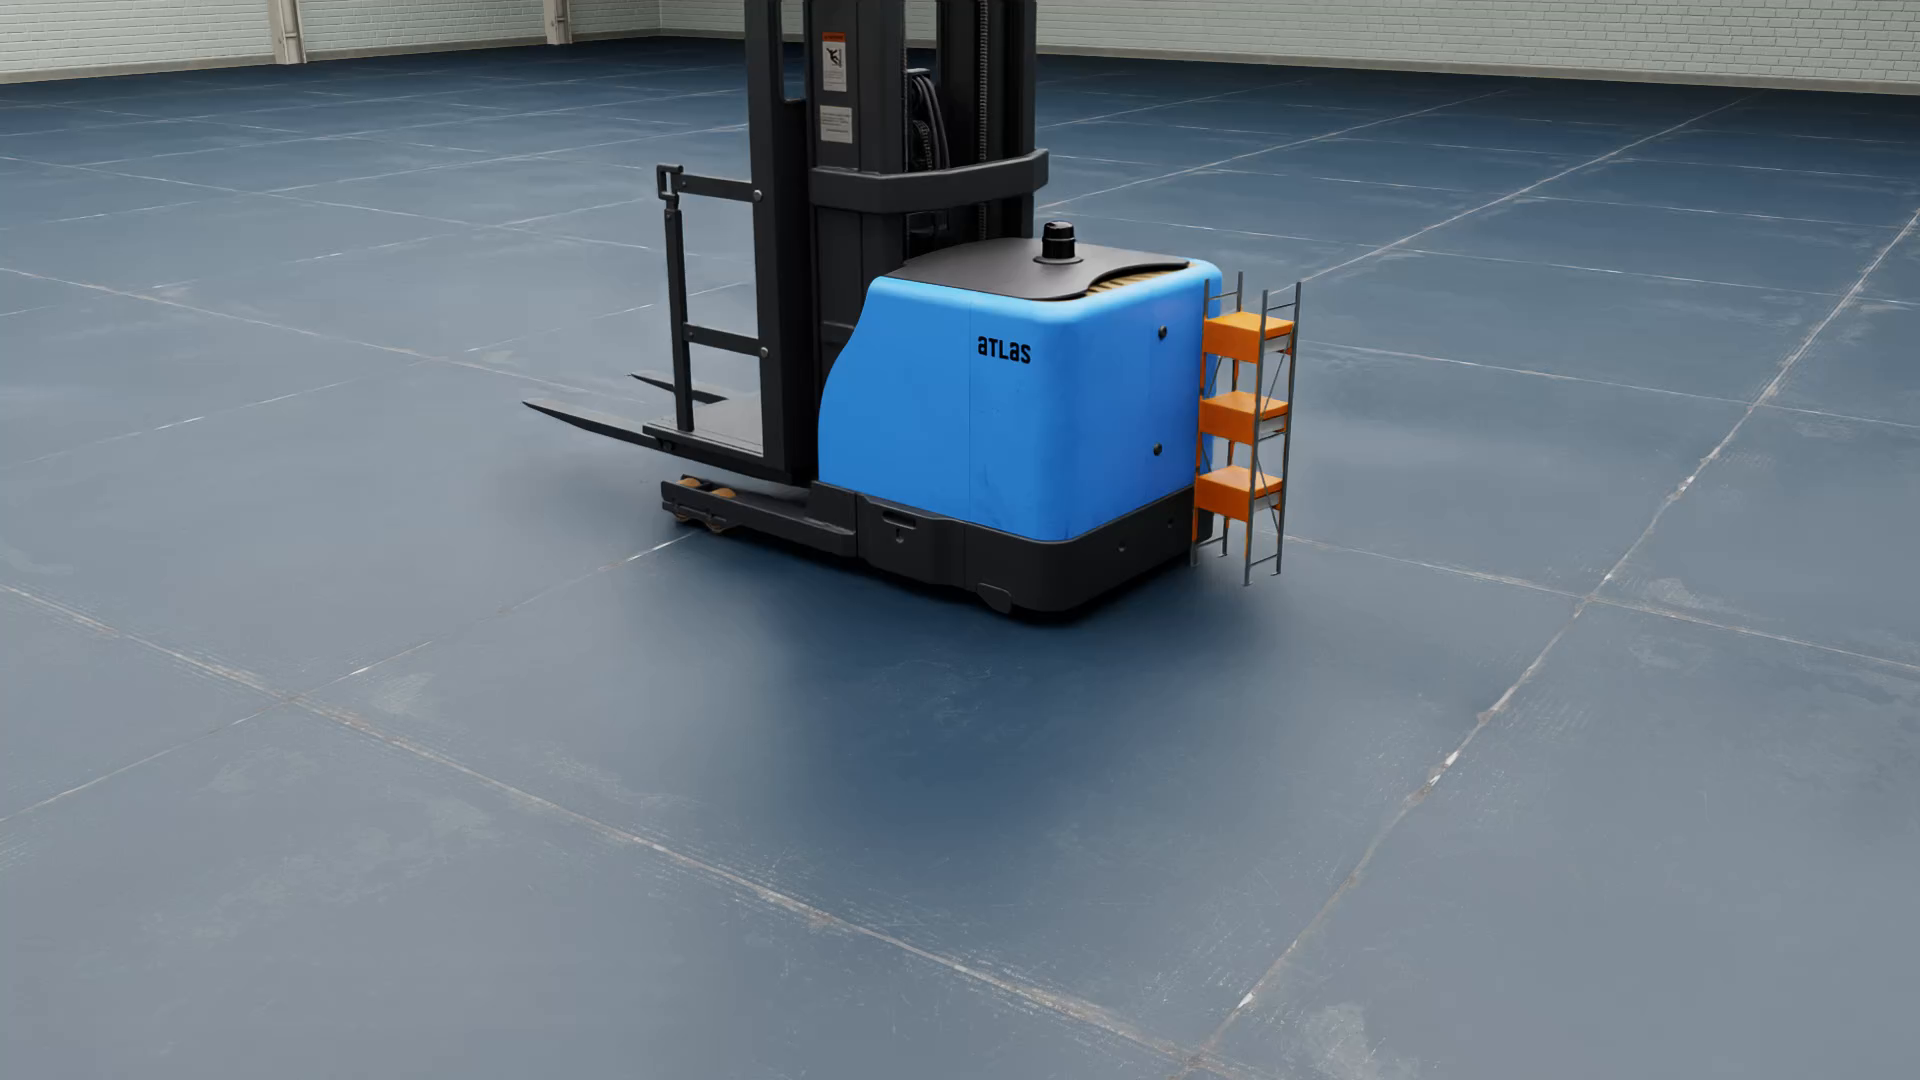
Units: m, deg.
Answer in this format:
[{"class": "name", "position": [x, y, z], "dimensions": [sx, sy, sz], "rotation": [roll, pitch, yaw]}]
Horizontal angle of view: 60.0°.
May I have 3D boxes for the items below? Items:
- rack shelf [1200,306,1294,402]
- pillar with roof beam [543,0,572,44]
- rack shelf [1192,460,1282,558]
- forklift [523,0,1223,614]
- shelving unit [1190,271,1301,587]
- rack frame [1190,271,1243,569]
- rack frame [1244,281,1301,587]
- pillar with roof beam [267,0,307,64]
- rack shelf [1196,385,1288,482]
[{"class": "rack shelf", "position": [0.987, -0.639, 5.692], "dimensions": [0.215, 0.259, 0.240], "rotation": [-18, 27, -40]}, {"class": "pillar with roof beam", "position": [-4.268, -13.085, 28.667], "dimensions": [9.100, 9.000, 0.400], "rotation": [13, 24, 32]}, {"class": "rack shelf", "position": [0.987, -0.112, 5.887], "dimensions": [0.215, 0.259, 0.240], "rotation": [-18, 27, -40]}, {"class": "forklift", "position": [-0.530, -1.530, 6.177], "dimensions": [3.031, 2.935, 1.130], "rotation": [16, 26, 36]}, {"class": "shelving unit", "position": [0.987, -0.383, 5.787], "dimensions": [0.215, 1.050, 0.252], "rotation": [-18, 27, -40]}, {"class": "rack frame", "position": [0.904, -0.414, 5.870], "dimensions": [0.200, 1.050, 0.008], "rotation": [-18, 27, -40]}, {"class": "rack frame", "position": [1.070, -0.352, 5.703], "dimensions": [0.200, 1.050, 0.008], "rotation": [-18, 27, -40]}, {"class": "pillar with roof beam", "position": [-7.641, -11.363, 24.013], "dimensions": [9.100, 9.000, 0.400], "rotation": [13, 24, 32]}, {"class": "rack shelf", "position": [0.987, -0.373, 5.790], "dimensions": [0.215, 0.259, 0.240], "rotation": [-18, 27, -40]}]
